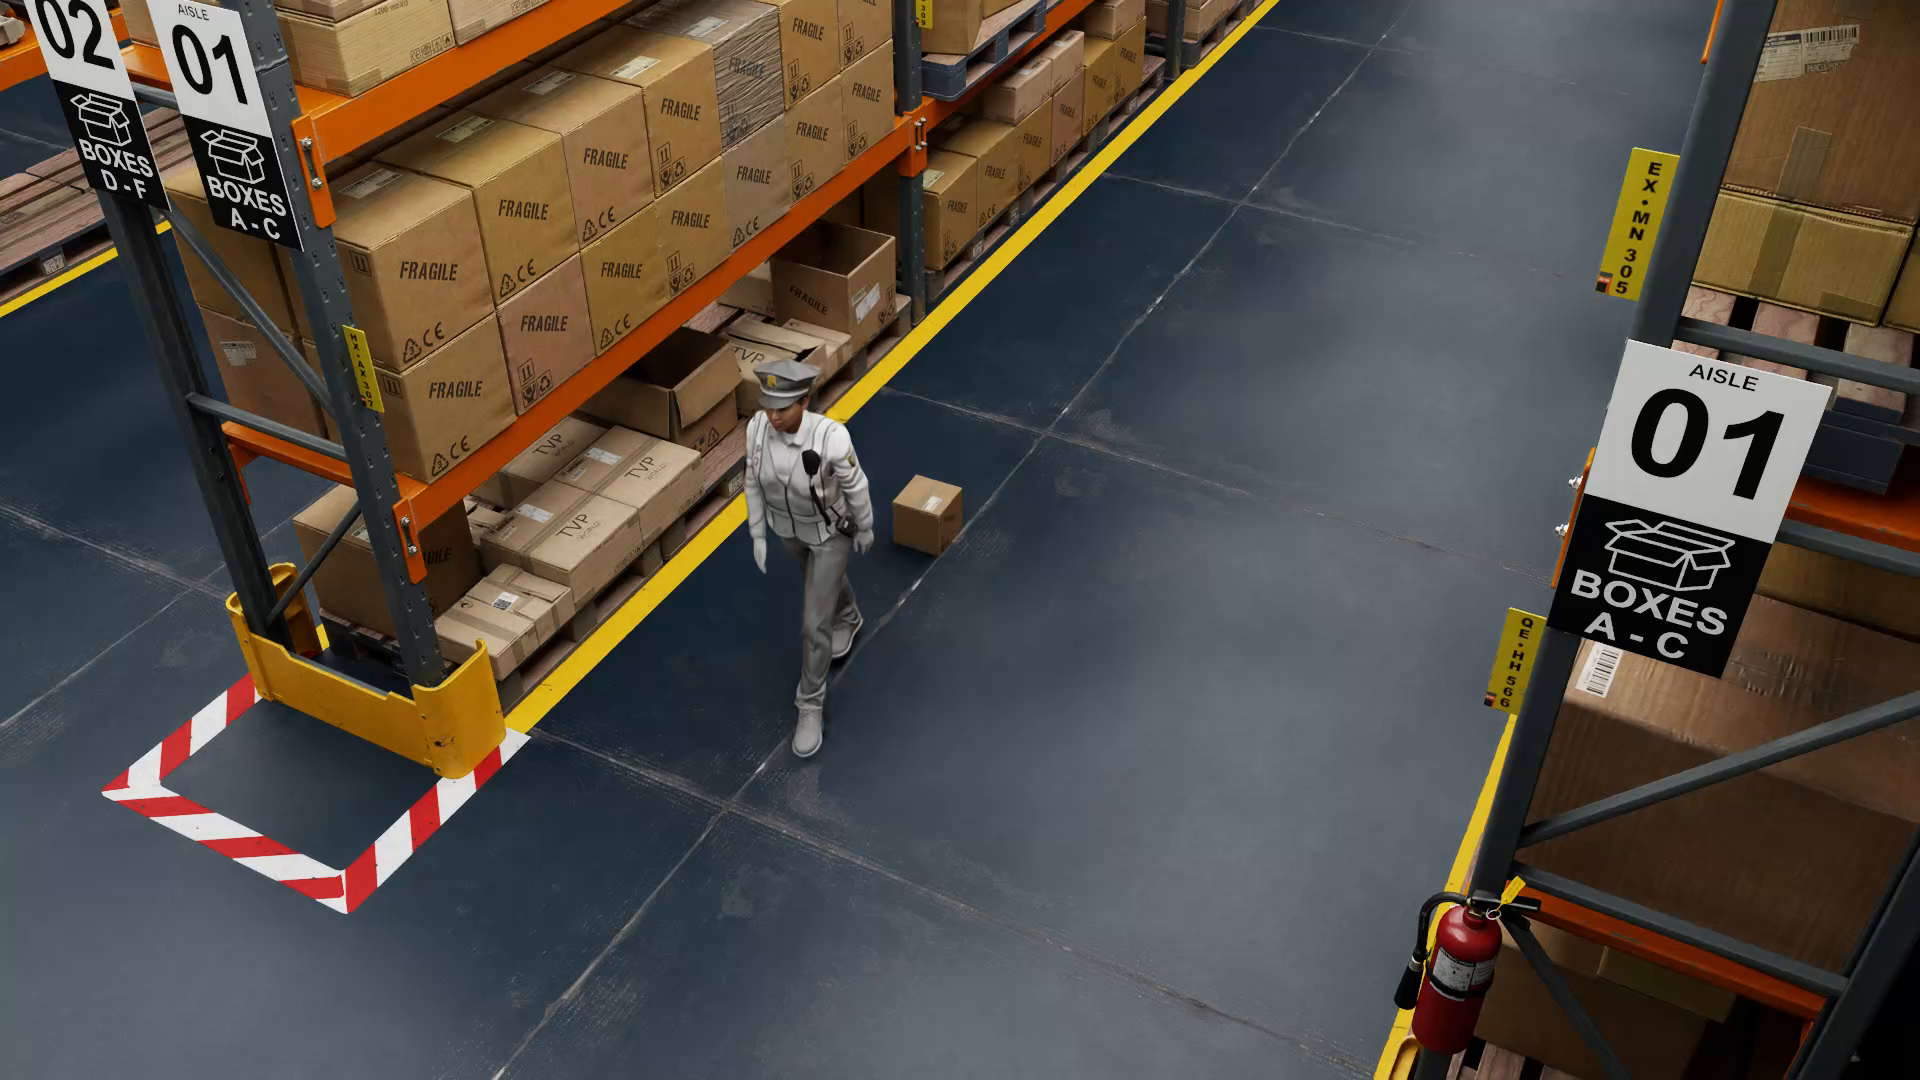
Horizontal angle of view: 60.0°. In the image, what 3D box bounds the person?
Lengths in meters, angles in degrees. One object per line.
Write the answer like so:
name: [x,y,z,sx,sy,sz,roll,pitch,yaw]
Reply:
person: [-0.642,-0.026,6.764,0.490,1.656,0.846,17,41,20]
